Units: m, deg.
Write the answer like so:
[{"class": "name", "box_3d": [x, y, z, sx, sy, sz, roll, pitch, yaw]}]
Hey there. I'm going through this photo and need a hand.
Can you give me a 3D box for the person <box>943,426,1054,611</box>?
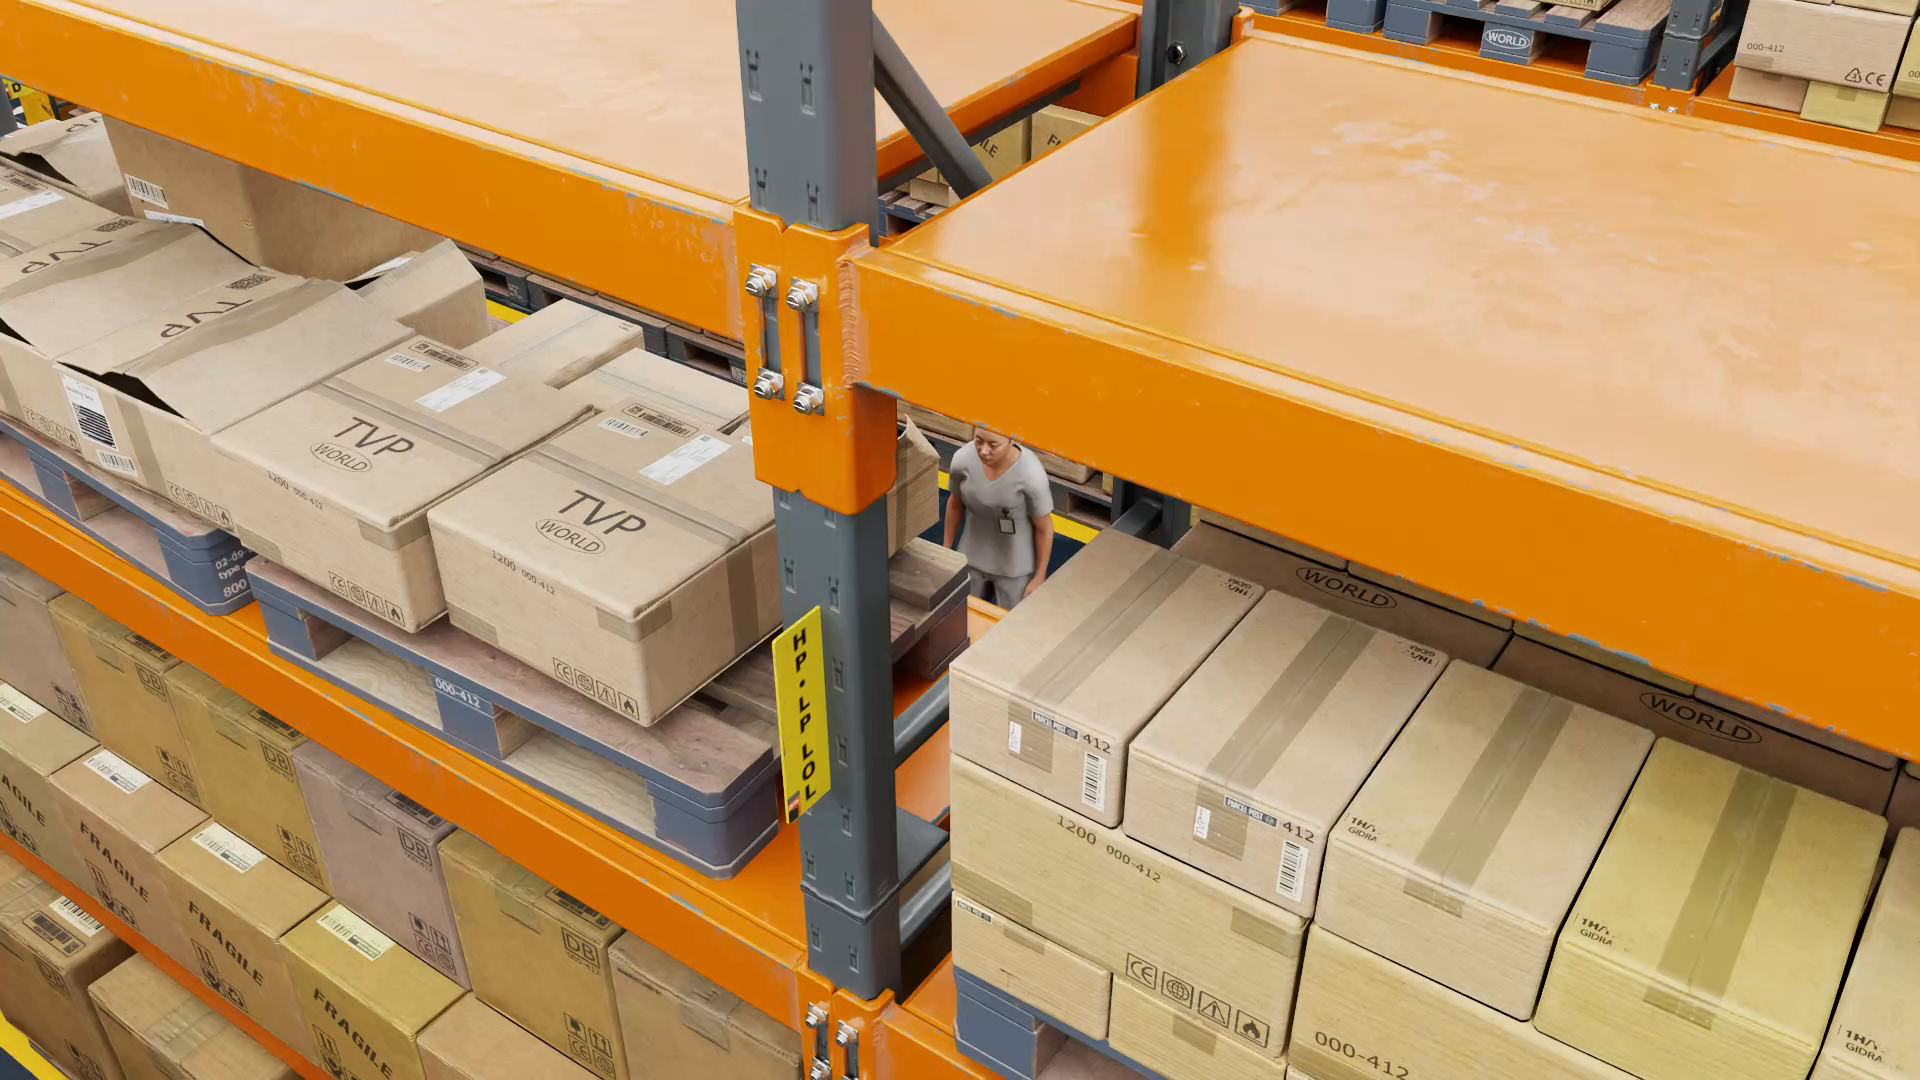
[{"class": "person", "box_3d": [0.147, 0.114, 6.980, 0.485, 1.673, 0.359, 15, 38, 21]}]
